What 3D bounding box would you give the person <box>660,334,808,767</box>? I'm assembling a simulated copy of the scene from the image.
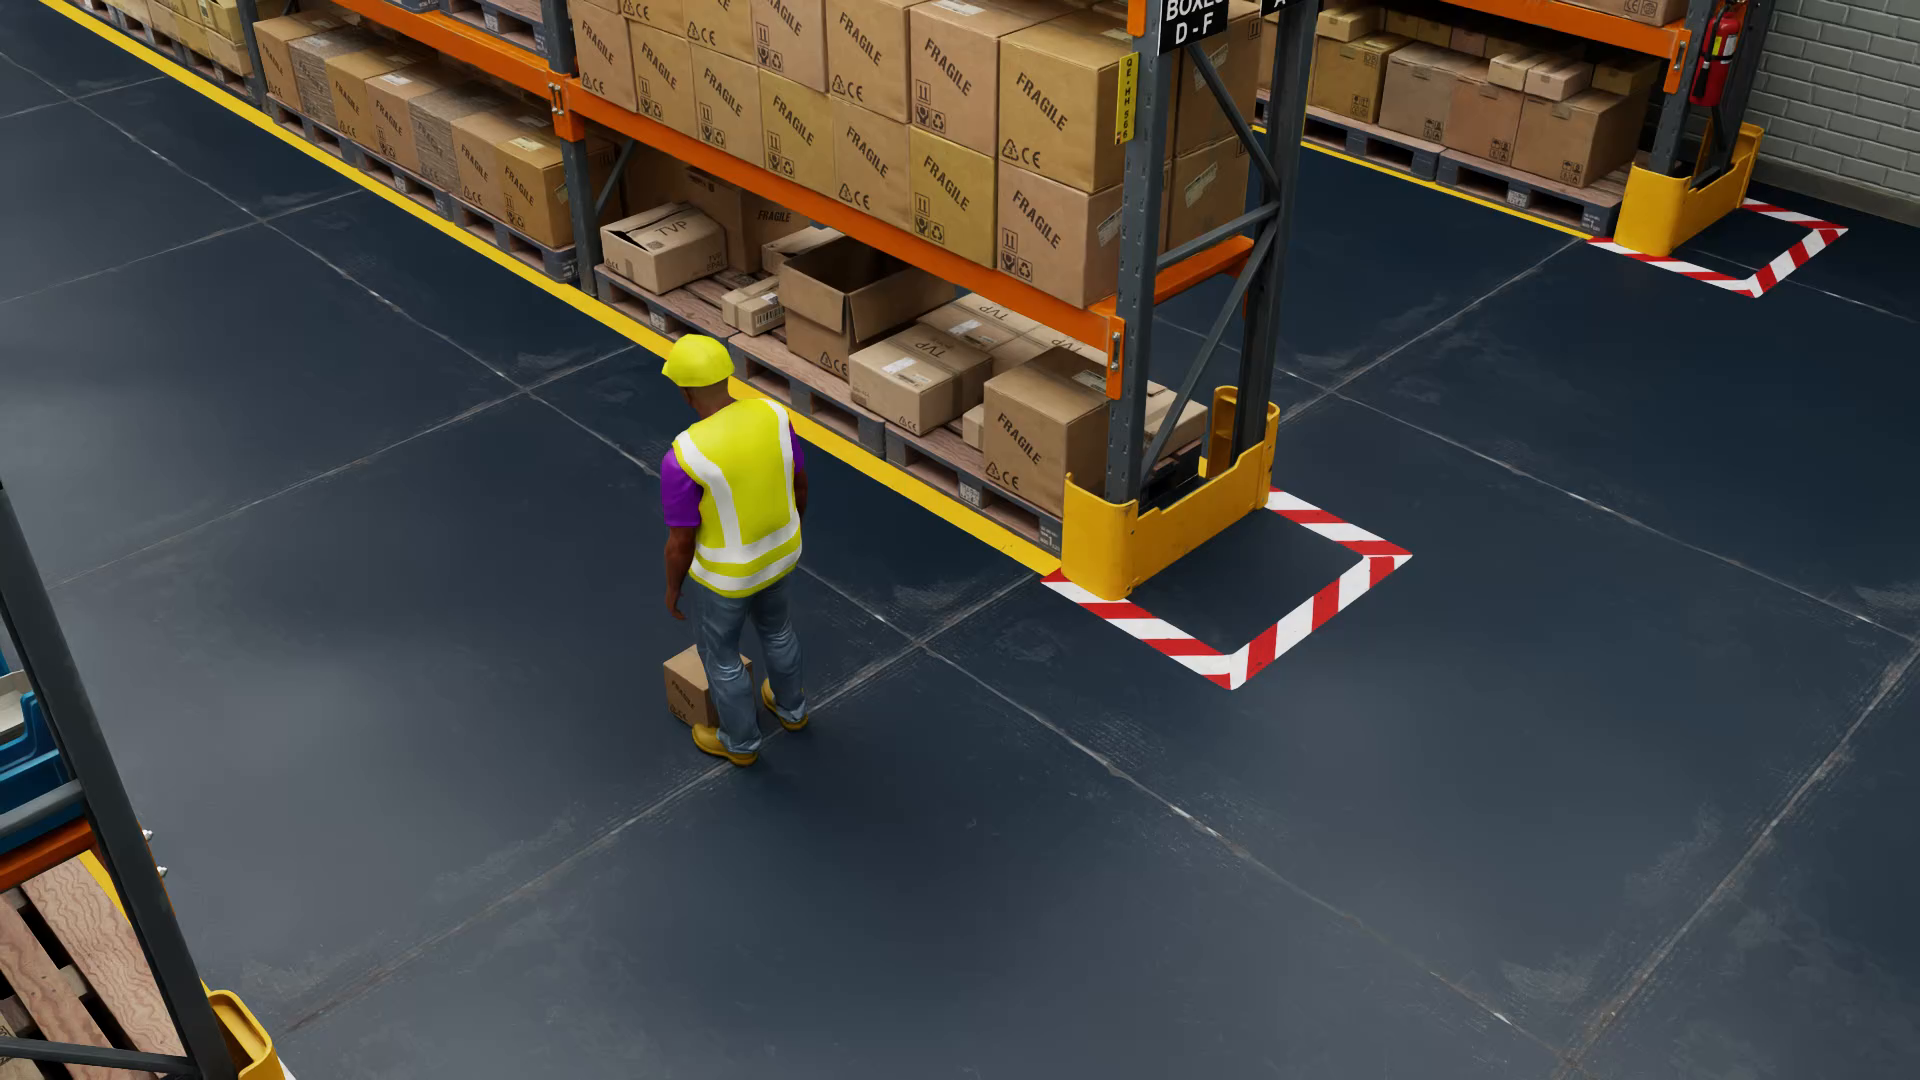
[{"bbox_3d":[-0.819,0.054,6.057,0.627,1.756,0.461,-30,45,-35],"label":"person"}]
